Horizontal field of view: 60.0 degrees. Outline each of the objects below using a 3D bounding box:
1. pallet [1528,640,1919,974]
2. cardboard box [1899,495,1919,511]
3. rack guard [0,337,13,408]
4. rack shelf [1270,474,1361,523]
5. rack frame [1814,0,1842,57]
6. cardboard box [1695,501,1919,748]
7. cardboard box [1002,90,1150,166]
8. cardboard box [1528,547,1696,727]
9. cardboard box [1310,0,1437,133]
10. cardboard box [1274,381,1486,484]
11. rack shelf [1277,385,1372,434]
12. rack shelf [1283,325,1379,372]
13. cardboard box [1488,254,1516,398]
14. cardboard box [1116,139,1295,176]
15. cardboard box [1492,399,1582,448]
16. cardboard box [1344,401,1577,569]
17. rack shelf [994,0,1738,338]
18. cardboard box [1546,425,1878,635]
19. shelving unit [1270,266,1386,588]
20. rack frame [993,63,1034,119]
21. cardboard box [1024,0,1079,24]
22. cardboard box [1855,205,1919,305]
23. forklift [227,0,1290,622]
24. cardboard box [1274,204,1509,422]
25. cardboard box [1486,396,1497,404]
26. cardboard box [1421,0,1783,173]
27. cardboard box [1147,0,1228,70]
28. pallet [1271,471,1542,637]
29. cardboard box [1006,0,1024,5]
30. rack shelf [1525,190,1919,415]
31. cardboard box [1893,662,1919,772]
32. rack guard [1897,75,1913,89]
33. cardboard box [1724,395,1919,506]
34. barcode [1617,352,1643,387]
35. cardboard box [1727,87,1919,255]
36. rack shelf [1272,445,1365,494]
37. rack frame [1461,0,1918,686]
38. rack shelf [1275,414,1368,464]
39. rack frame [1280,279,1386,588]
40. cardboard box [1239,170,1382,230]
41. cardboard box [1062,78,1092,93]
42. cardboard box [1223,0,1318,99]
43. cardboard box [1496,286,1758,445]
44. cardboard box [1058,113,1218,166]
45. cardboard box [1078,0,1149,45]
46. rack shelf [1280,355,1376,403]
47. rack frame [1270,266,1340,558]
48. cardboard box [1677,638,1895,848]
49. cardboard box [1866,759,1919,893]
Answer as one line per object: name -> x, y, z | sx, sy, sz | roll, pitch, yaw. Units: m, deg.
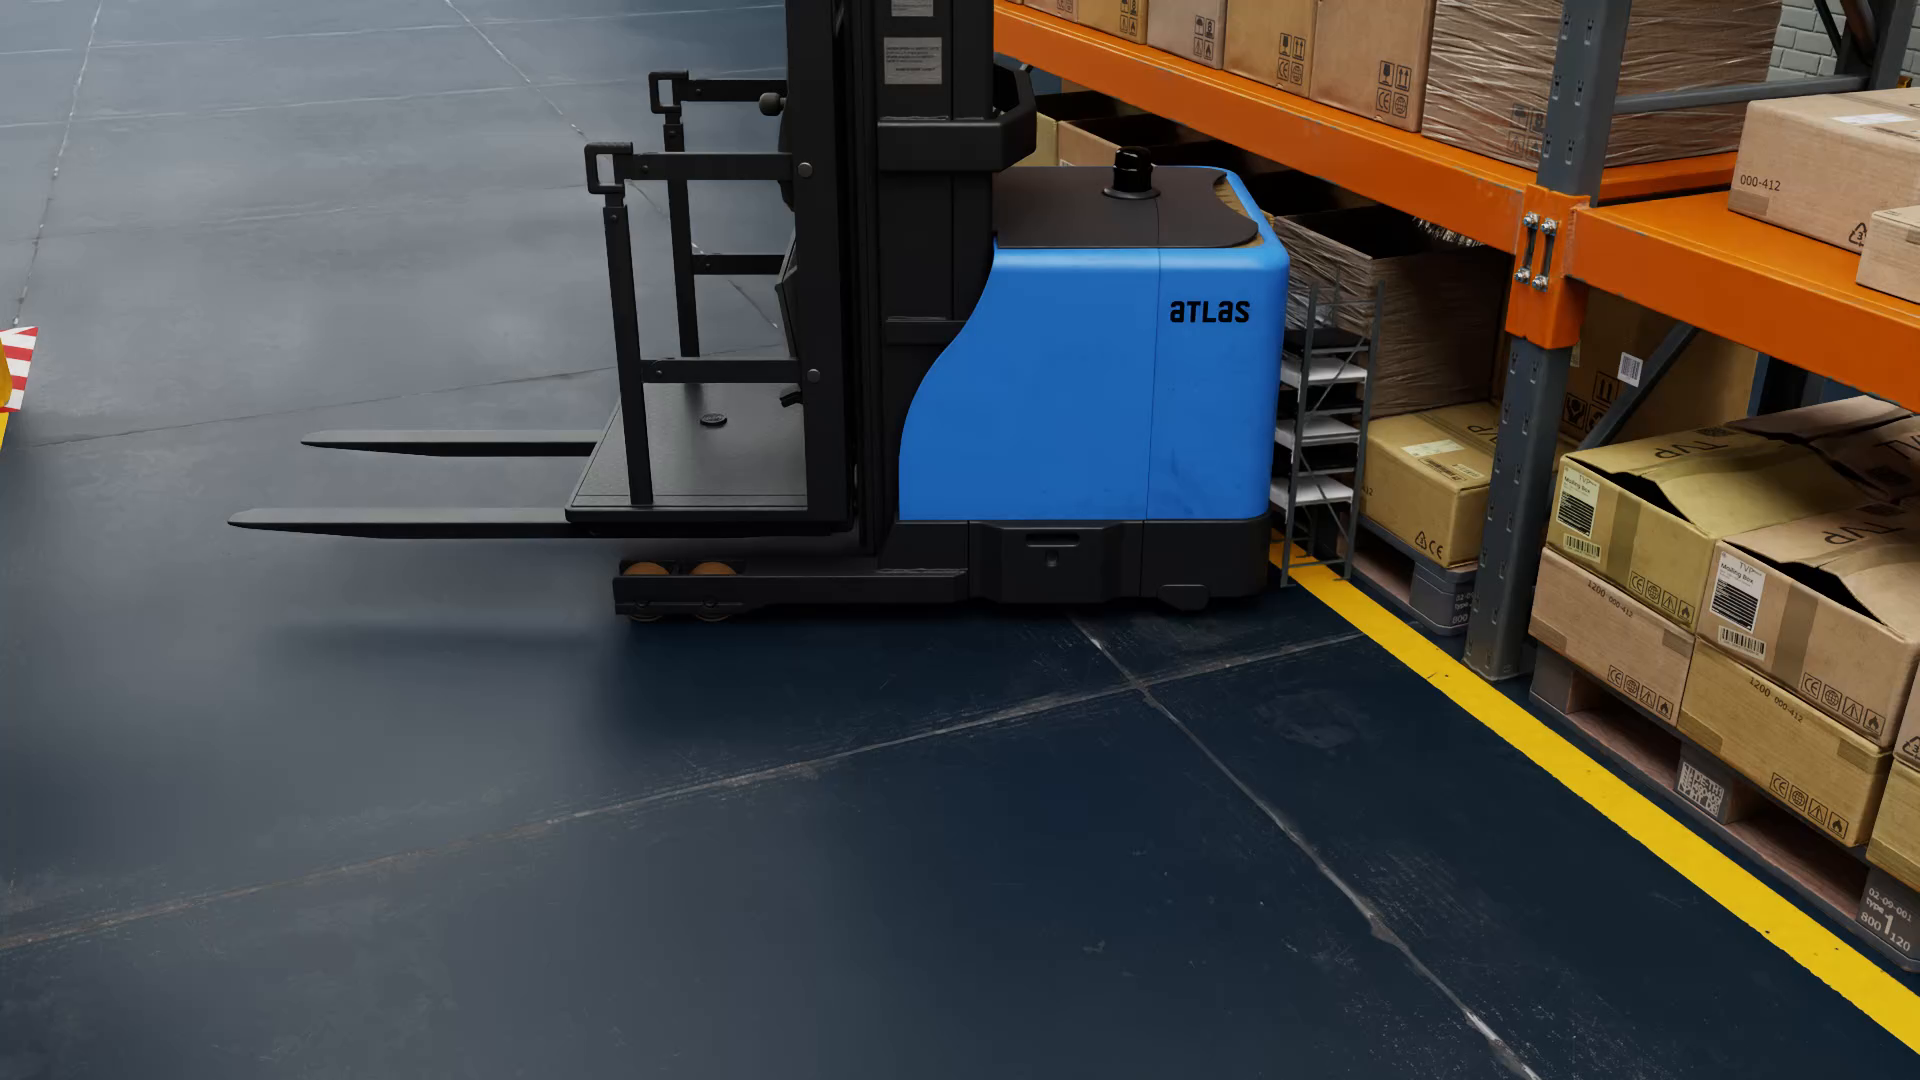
pallet -> 2.181, 0.475, 4.037 | 1.003, 0.211, 1.213 | -11, 28, -21
cardboard box -> 2.489, 0.049, 3.747 | 0.500, 0.311, 0.500 | -10, 28, -19
rack guard -> -4.196, -0.689, 6.091 | 1.175, 0.500, 0.348 | -11, 28, -21
rack shelf -> 1.021, -0.128, 4.927 | 0.258, 0.077, 0.200 | -6, 21, -21
rack frame -> 4.847, -3.537, 9.075 | 1.000, 3.000, 0.127 | -11, 28, -21
cardboard box -> 1.980, 0.138, 3.564 | 0.500, 0.311, 0.500 | -11, 28, -21
cardboard box -> 0.493, -1.518, 6.741 | 0.500, 0.500, 0.500 | -11, 28, -21
cardboard box -> 1.787, 0.183, 4.111 | 0.500, 0.250, 0.500 | -11, 28, -22
cardboard box -> 1.465, -1.504, 4.798 | 0.700, 0.500, 0.500 | -11, 28, -21
cardboard box -> 1.287, -0.376, 5.256 | 0.500, 0.250, 0.500 | -11, 28, -21
rack shelf -> 1.029, -0.382, 4.837 | 0.258, 0.077, 0.200 | -6, 21, -21
rack shelf -> 1.035, -0.552, 4.776 | 0.258, 0.077, 0.200 | -6, 21, -21
cardboard box -> 1.760, -0.801, 5.272 | 0.500, 0.500, 0.500 | -11, 28, -21
cardboard box -> 0.880, -1.113, 5.912 | 0.500, 0.500, 0.500 | -11, 28, -21
cardboard box -> 1.954, -0.262, 5.022 | 0.500, 0.250, 0.500 | -11, 28, -21
cardboard box -> 1.474, -0.172, 4.839 | 0.500, 0.250, 0.500 | -11, 28, -21
rack shelf -> 1.073, -1.553, 5.833 | 1.077, 0.370, 4.000 | -11, 28, -21
cardboard box -> 1.789, -0.065, 3.980 | 0.500, 0.311, 0.500 | -10, 28, -20
shelving unit -> 1.028, -0.329, 4.856 | 0.258, 0.900, 0.210 | -6, 21, -21
rack frame -> 0.290, -2.684, 7.328 | 1.000, 3.000, 0.127 | -11, 28, -21
cardboard box -> 0.671, -2.327, 6.483 | 0.700, 0.500, 0.500 | -10, 28, -19
cardboard box -> 2.016, -0.563, 3.272 | 0.380, 0.149, 0.250 | -11, 28, -21
forklift -> -0.625, -1.316, 4.605 | 3.031, 2.935, 1.130 | 0, 26, 0
cardboard box -> 1.289, -0.713, 5.092 | 0.500, 0.500, 0.500 | -11, 28, -21
cardboard box -> 1.763, -0.464, 5.438 | 0.500, 0.250, 0.500 | -11, 28, -21
cardboard box -> 1.677, -1.292, 4.364 | 0.700, 0.500, 0.500 | -11, 28, -22
cardboard box -> 1.070, -1.914, 5.637 | 0.700, 0.500, 0.500 | -10, 28, -19
pallet -> 1.584, -0.144, 5.305 | 1.003, 0.211, 1.213 | -11, 28, -21
cardboard box -> 0.461, -2.538, 6.916 | 0.700, 0.500, 0.500 | -11, 28, -21
rack shelf -> 2.640, 0.061, 2.525 | 1.077, 0.370, 4.000 | -11, 28, -21
cardboard box -> 2.184, 0.347, 3.137 | 0.500, 0.311, 0.500 | -12, 28, -22
rack guard -> 4.876, -2.383, 9.560 | 1.175, 0.500, 0.348 | -11, 28, -21
cardboard box -> 2.279, -0.160, 4.175 | 0.500, 0.311, 0.500 | -11, 28, -21
barcode -> 1.573, -0.401, 3.905 | 0.001, 0.075, 0.075 | -11, 28, -21
cardboard box -> 2.090, -0.811, 3.662 | 0.500, 0.250, 0.500 | -9, 27, -17
rack shelf -> 1.024, -0.213, 4.897 | 0.258, 0.077, 0.200 | -6, 21, -21
rack frame -> 1.857, -1.069, 4.021 | 1.000, 3.000, 0.127 | -11, 28, -21
rack shelf -> 1.026, -0.297, 4.867 | 0.258, 0.077, 0.200 | -6, 21, -21
rack frame -> 1.065, -0.296, 4.767 | 0.240, 0.900, 0.006 | -6, 21, -21
cardboard box -> 1.090, -0.914, 5.504 | 0.500, 0.500, 0.500 | -11, 28, -21
cardboard box -> 0.774, -1.809, 7.336 | 0.500, 0.500, 0.500 | -11, 28, -21
cardboard box -> 1.272, -1.707, 5.214 | 0.700, 0.500, 0.500 | -10, 28, -20
cardboard box -> 1.963, -0.600, 4.861 | 0.500, 0.500, 0.500 | -11, 28, -21
cardboard box -> 0.701, -1.318, 6.332 | 0.500, 0.500, 0.500 | -11, 28, -21
cardboard box -> 0.860, -2.126, 6.071 | 0.700, 0.500, 0.500 | -10, 28, -20
rack shelf -> 1.032, -0.467, 4.806 | 0.258, 0.077, 0.200 | -6, 21, -21
rack frame -> 0.990, -0.362, 4.944 | 0.240, 0.900, 0.006 | -6, 21, -21
cardboard box -> 1.986, 0.390, 3.688 | 0.500, 0.250, 0.500 | -10, 28, -19
cardboard box -> 2.191, 0.598, 3.261 | 0.500, 0.250, 0.500 | -11, 28, -22
